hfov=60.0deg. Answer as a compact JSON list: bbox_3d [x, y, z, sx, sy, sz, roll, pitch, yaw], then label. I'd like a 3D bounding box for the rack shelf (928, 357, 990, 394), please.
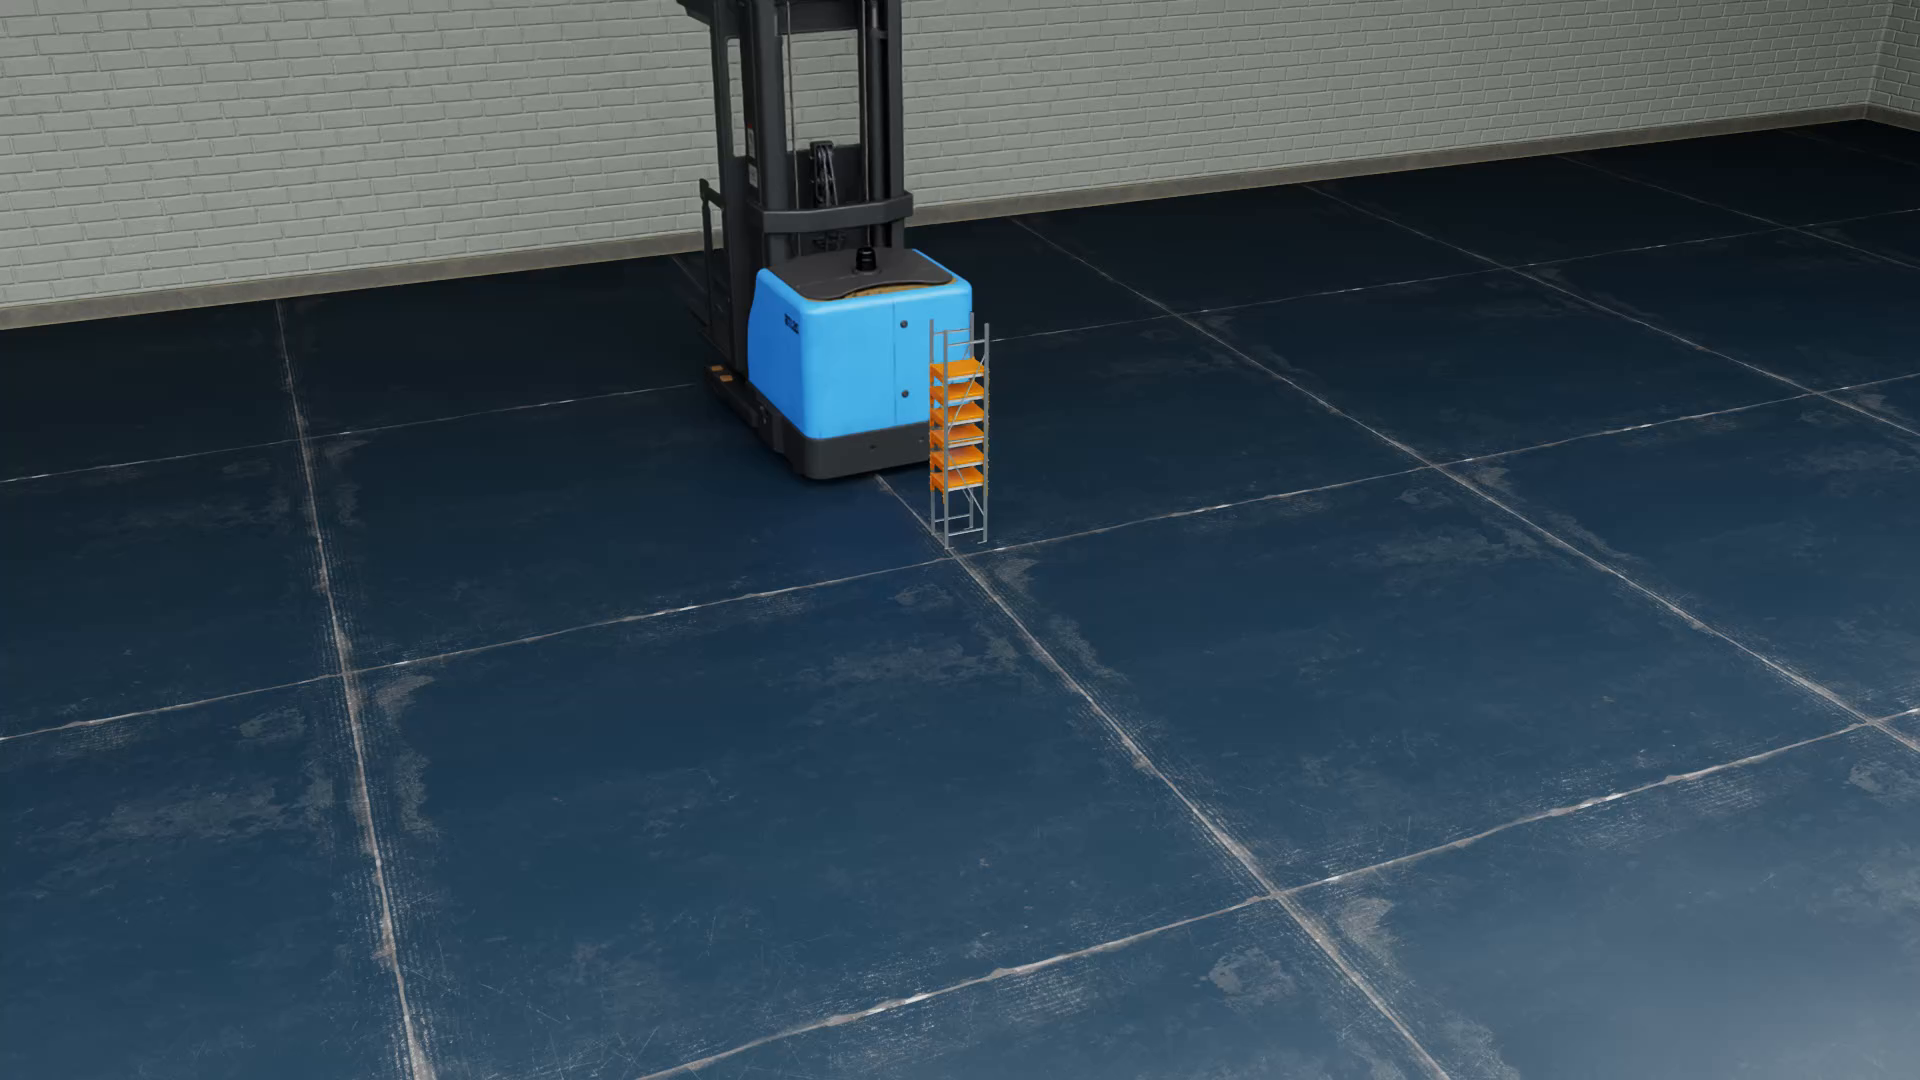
[{"bbox_3d":[-0.006,-0.829,8.360,0.258,0.103,0.180,-11,28,-21],"label":"rack shelf"}]

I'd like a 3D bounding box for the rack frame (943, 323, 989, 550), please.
[{"bbox_3d":[0.030,-0.508,8.423,0.240,1.200,0.006,-11,28,-21],"label":"rack frame"}]

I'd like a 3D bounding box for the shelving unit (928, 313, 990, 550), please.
[{"bbox_3d":[-0.006,-0.545,8.499,0.258,1.200,0.189,-11,28,-21],"label":"shelving unit"}]

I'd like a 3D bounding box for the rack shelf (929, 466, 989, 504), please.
[{"bbox_3d":[-0.006,-0.289,8.624,0.258,0.103,0.180,-11,28,-21],"label":"rack shelf"}]

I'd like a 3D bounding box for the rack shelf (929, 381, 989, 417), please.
[{"bbox_3d":[-0.006,-0.721,8.413,0.258,0.103,0.180,-11,28,-21],"label":"rack shelf"}]

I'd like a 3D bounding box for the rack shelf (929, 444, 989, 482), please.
[{"bbox_3d":[-0.006,-0.397,8.571,0.258,0.103,0.180,-11,28,-21],"label":"rack shelf"}]

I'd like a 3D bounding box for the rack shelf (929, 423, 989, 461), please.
[{"bbox_3d":[-0.006,-0.505,8.518,0.258,0.103,0.180,-11,28,-21],"label":"rack shelf"}]

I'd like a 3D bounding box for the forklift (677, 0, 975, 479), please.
[{"bbox_3d":[-0.999,-2.273,10.065,1.130,2.935,3.031,-12,28,-22],"label":"forklift"}]

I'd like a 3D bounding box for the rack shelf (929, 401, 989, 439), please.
[{"bbox_3d":[-0.006,-0.613,8.466,0.258,0.103,0.180,-11,28,-21],"label":"rack shelf"}]

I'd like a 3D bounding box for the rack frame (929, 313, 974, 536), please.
[{"bbox_3d":[-0.042,-0.582,8.574,0.240,1.200,0.006,-11,28,-21],"label":"rack frame"}]
